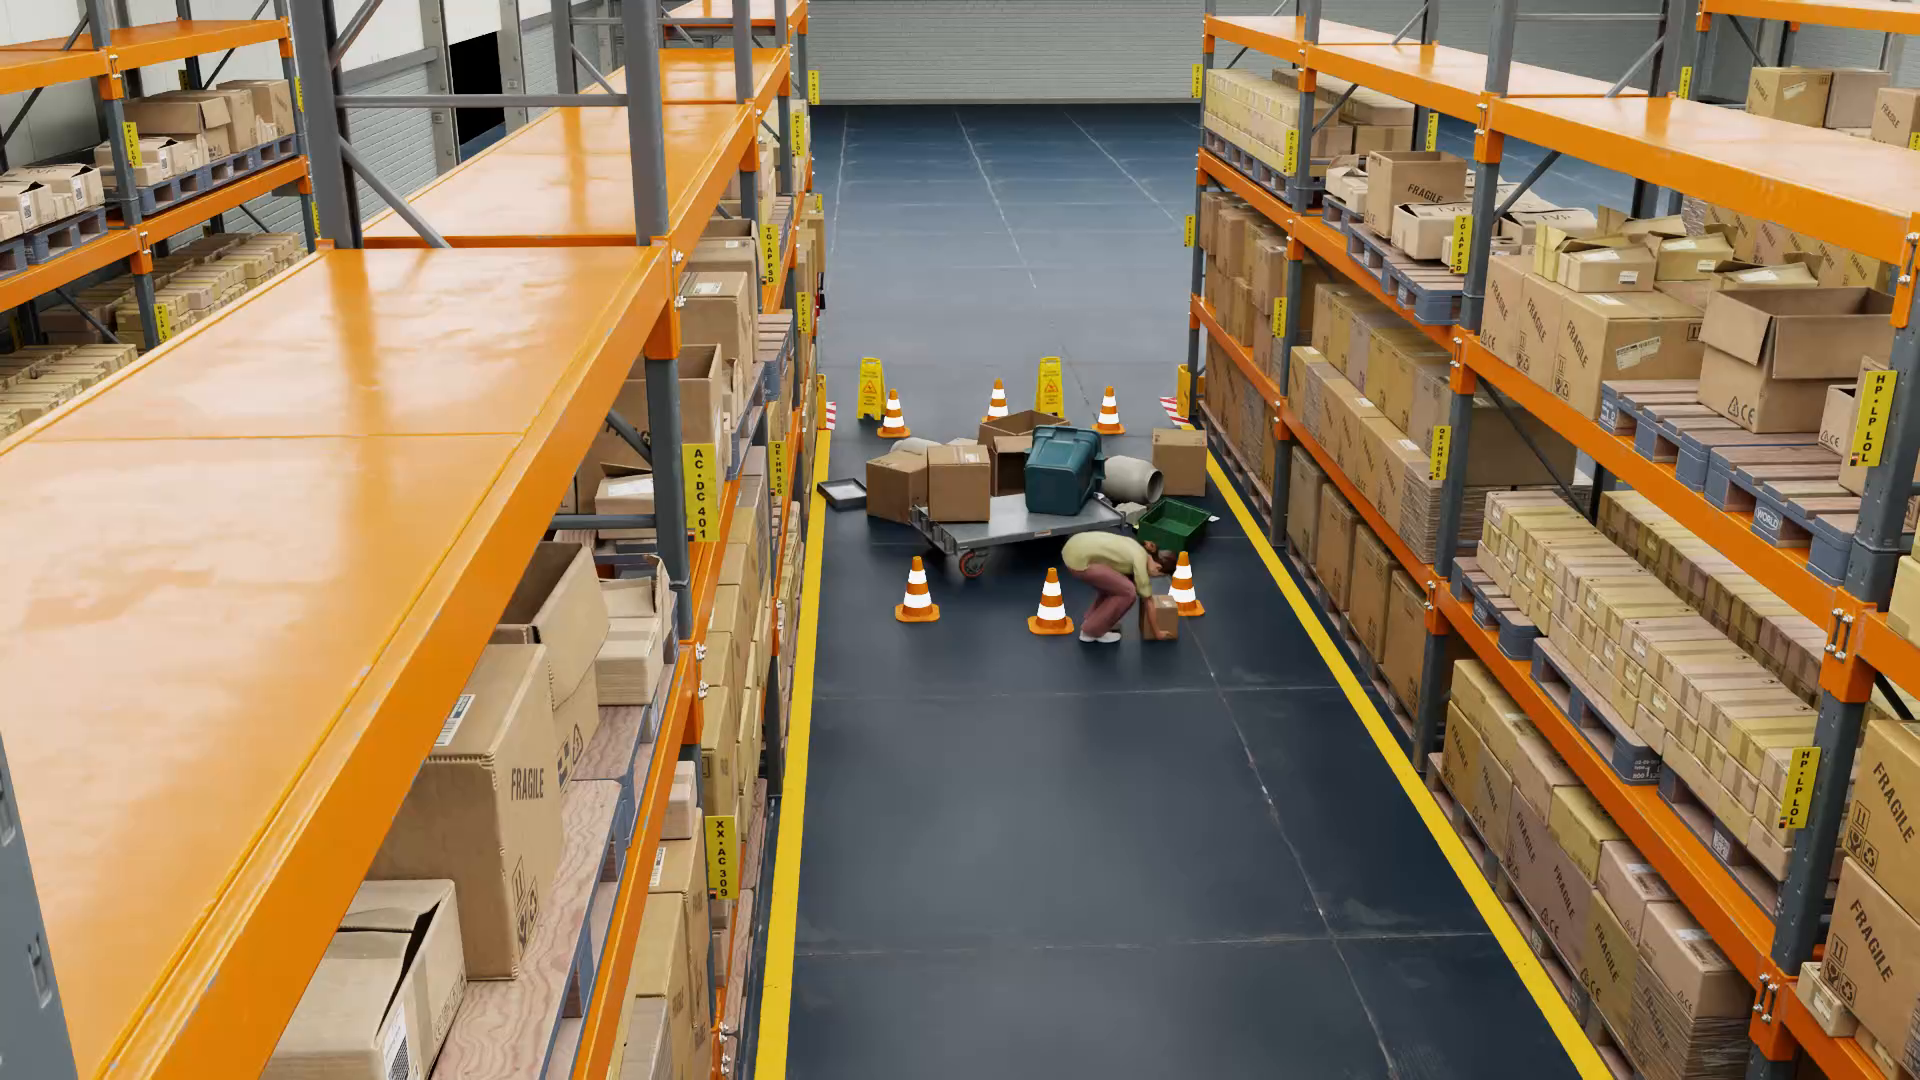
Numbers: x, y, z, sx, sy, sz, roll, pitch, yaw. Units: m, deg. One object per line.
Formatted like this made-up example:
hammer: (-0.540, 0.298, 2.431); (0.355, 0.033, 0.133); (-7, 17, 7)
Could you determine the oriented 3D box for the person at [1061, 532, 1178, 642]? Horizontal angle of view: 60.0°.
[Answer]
person: (1.177, 0.336, 12.282); (0.861, 0.819, 0.463); (-2, 21, -5)
